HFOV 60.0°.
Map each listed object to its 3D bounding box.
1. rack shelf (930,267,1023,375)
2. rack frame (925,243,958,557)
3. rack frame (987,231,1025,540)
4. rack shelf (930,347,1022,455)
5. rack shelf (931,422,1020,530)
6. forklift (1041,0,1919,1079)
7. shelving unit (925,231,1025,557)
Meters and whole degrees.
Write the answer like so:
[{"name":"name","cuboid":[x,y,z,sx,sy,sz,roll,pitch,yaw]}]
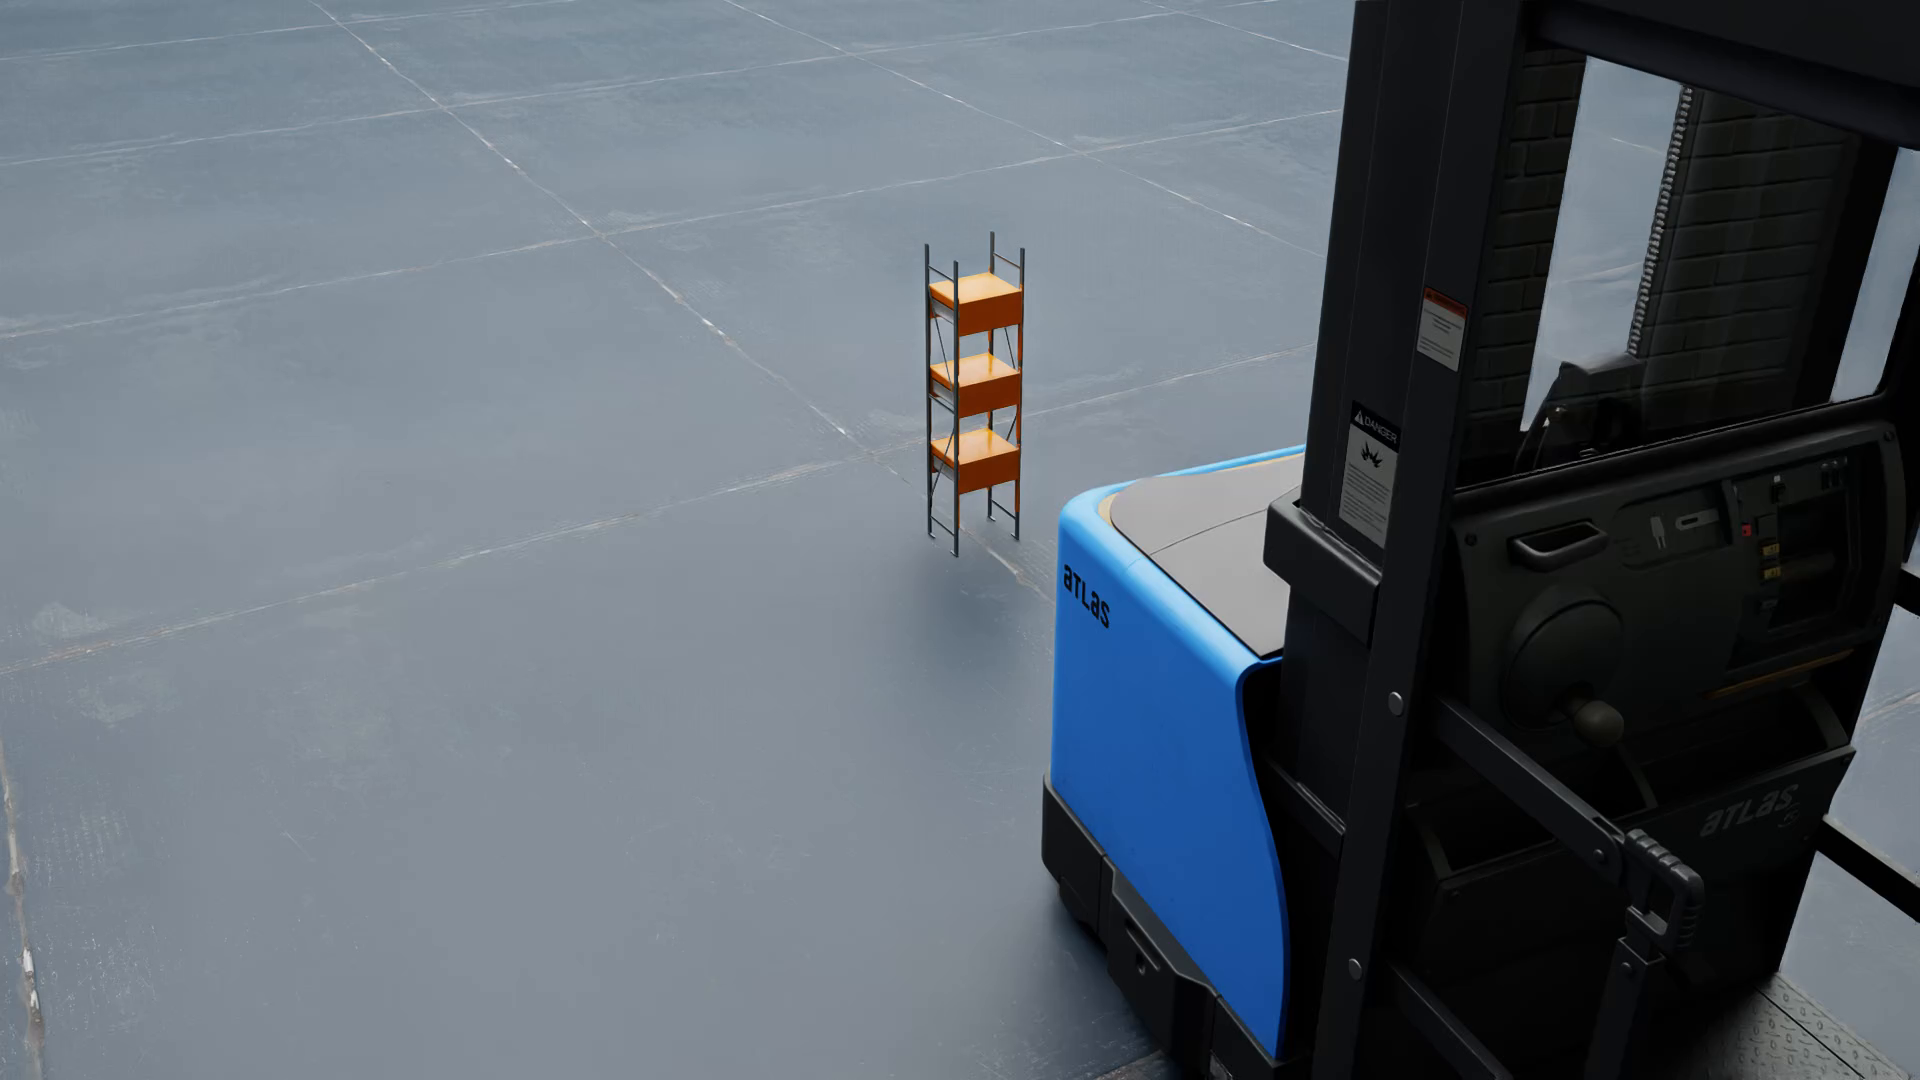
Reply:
[{"name":"rack shelf","cuboid":[0.046,-0.712,5.388,0.240,0.259,0.215,-16,33,-26]},{"name":"rack frame","cuboid":[-0.059,-0.443,5.466,0.008,1.050,0.200,-16,33,-26]},{"name":"rack frame","cuboid":[0.151,-0.503,5.574,0.008,1.050,0.200,-16,33,-26]},{"name":"rack shelf","cuboid":[0.046,-0.463,5.525,0.240,0.259,0.215,-16,33,-26]},{"name":"rack shelf","cuboid":[0.046,-0.220,5.659,0.240,0.259,0.215,-16,33,-26]},{"name":"forklift","cuboid":[1.268,0.108,2.520,1.130,2.935,3.031,-12,31,-21]},{"name":"shelving unit","cuboid":[0.046,-0.473,5.520,0.252,1.050,0.215,-16,33,-26]}]
